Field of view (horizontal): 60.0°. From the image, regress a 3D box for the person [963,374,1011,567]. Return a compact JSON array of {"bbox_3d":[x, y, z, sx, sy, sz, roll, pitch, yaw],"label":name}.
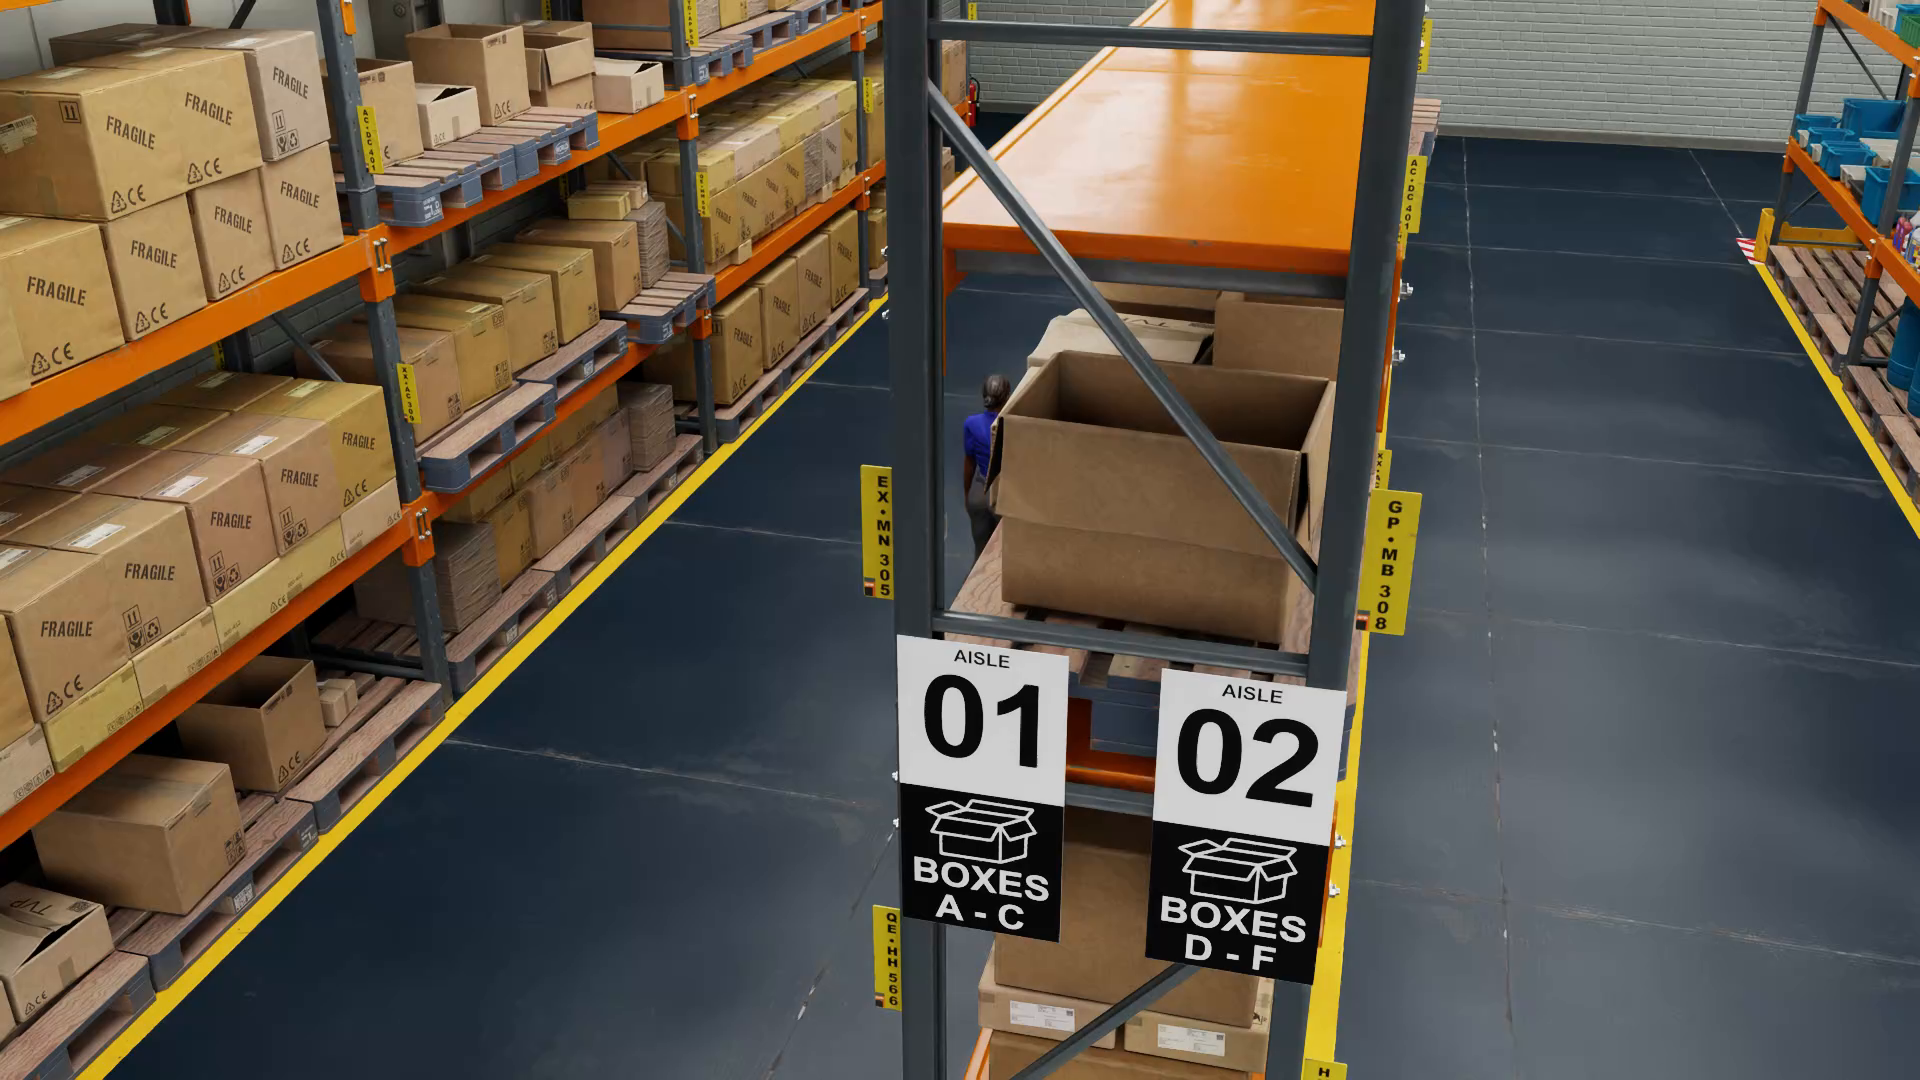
[{"bbox_3d":[0.269,-0.214,10.144,0.579,1.677,0.322,15,30,29],"label":"person"}]
